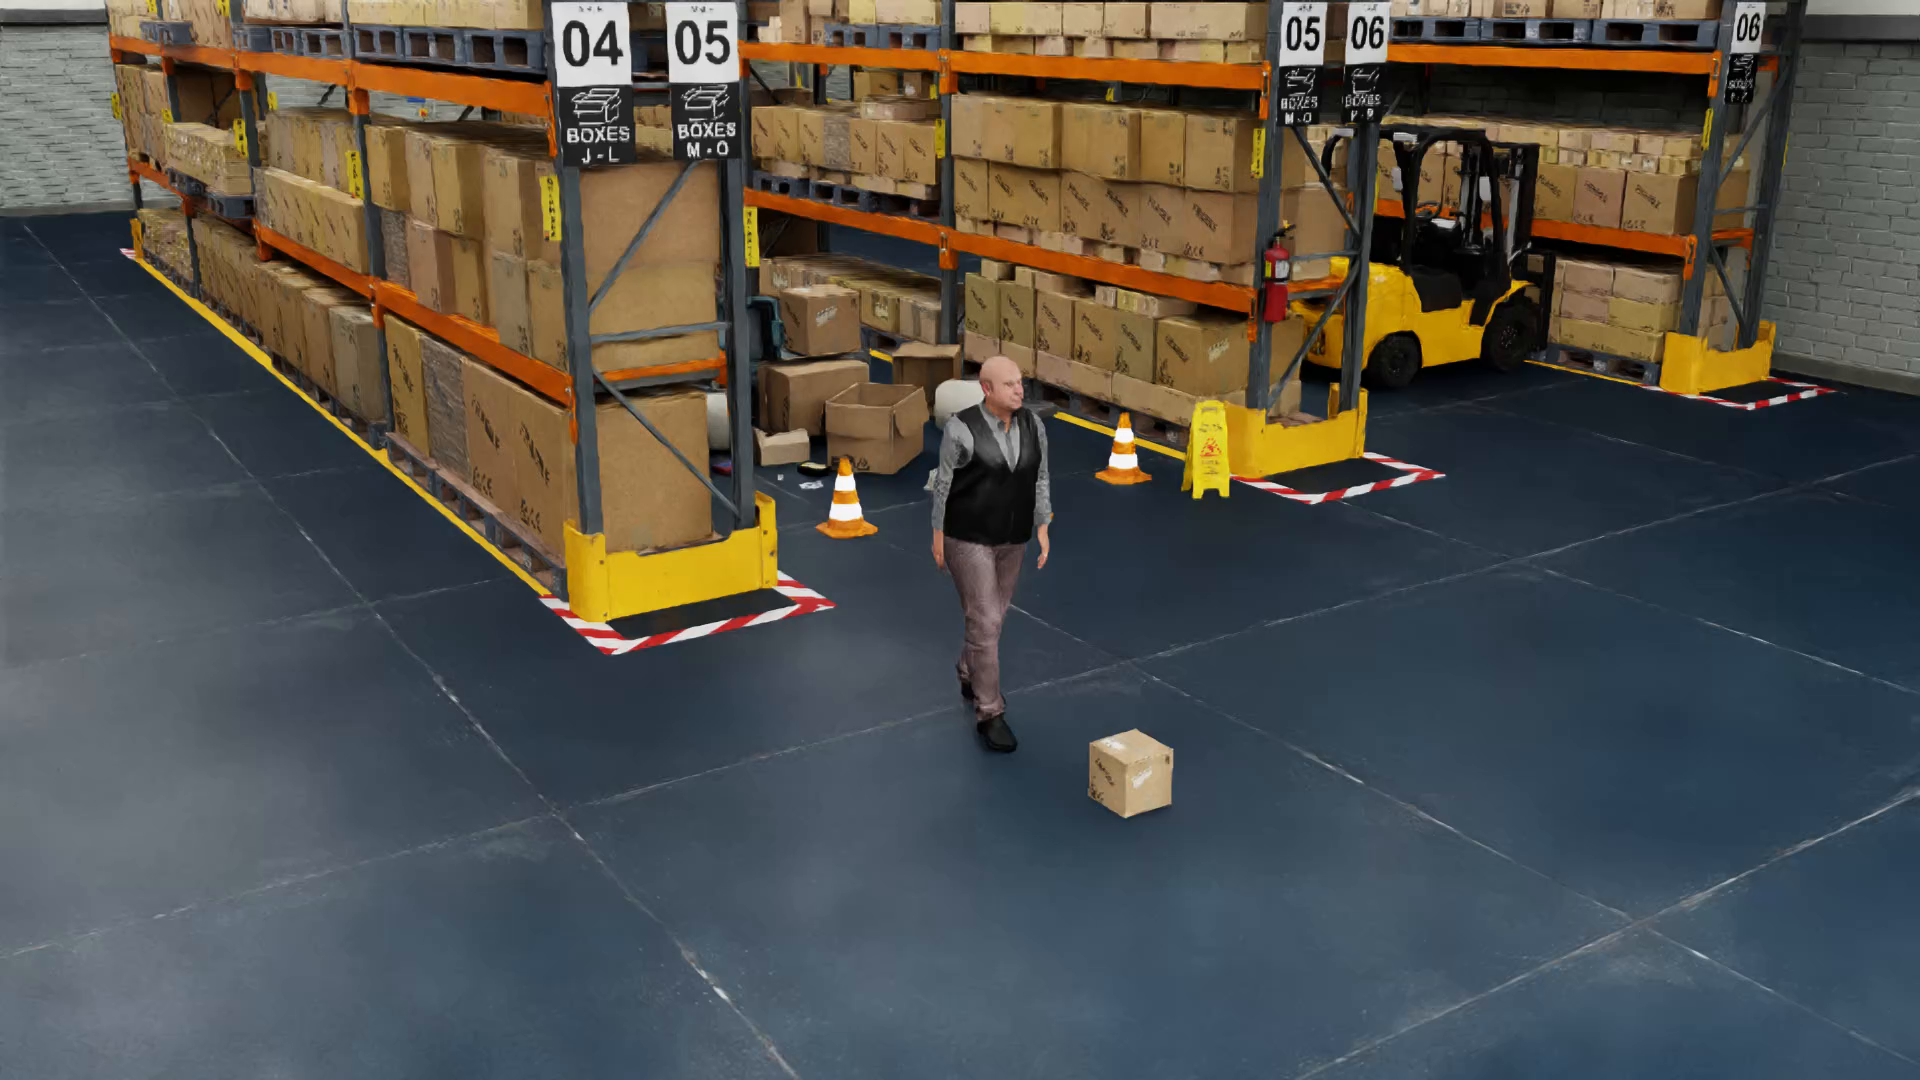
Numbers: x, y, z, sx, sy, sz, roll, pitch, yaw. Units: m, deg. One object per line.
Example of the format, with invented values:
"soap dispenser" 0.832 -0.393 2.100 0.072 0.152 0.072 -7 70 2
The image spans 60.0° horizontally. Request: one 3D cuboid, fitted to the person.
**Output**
"person" 0.197 0.006 7.541 0.538 1.706 0.723 -13 22 -34
